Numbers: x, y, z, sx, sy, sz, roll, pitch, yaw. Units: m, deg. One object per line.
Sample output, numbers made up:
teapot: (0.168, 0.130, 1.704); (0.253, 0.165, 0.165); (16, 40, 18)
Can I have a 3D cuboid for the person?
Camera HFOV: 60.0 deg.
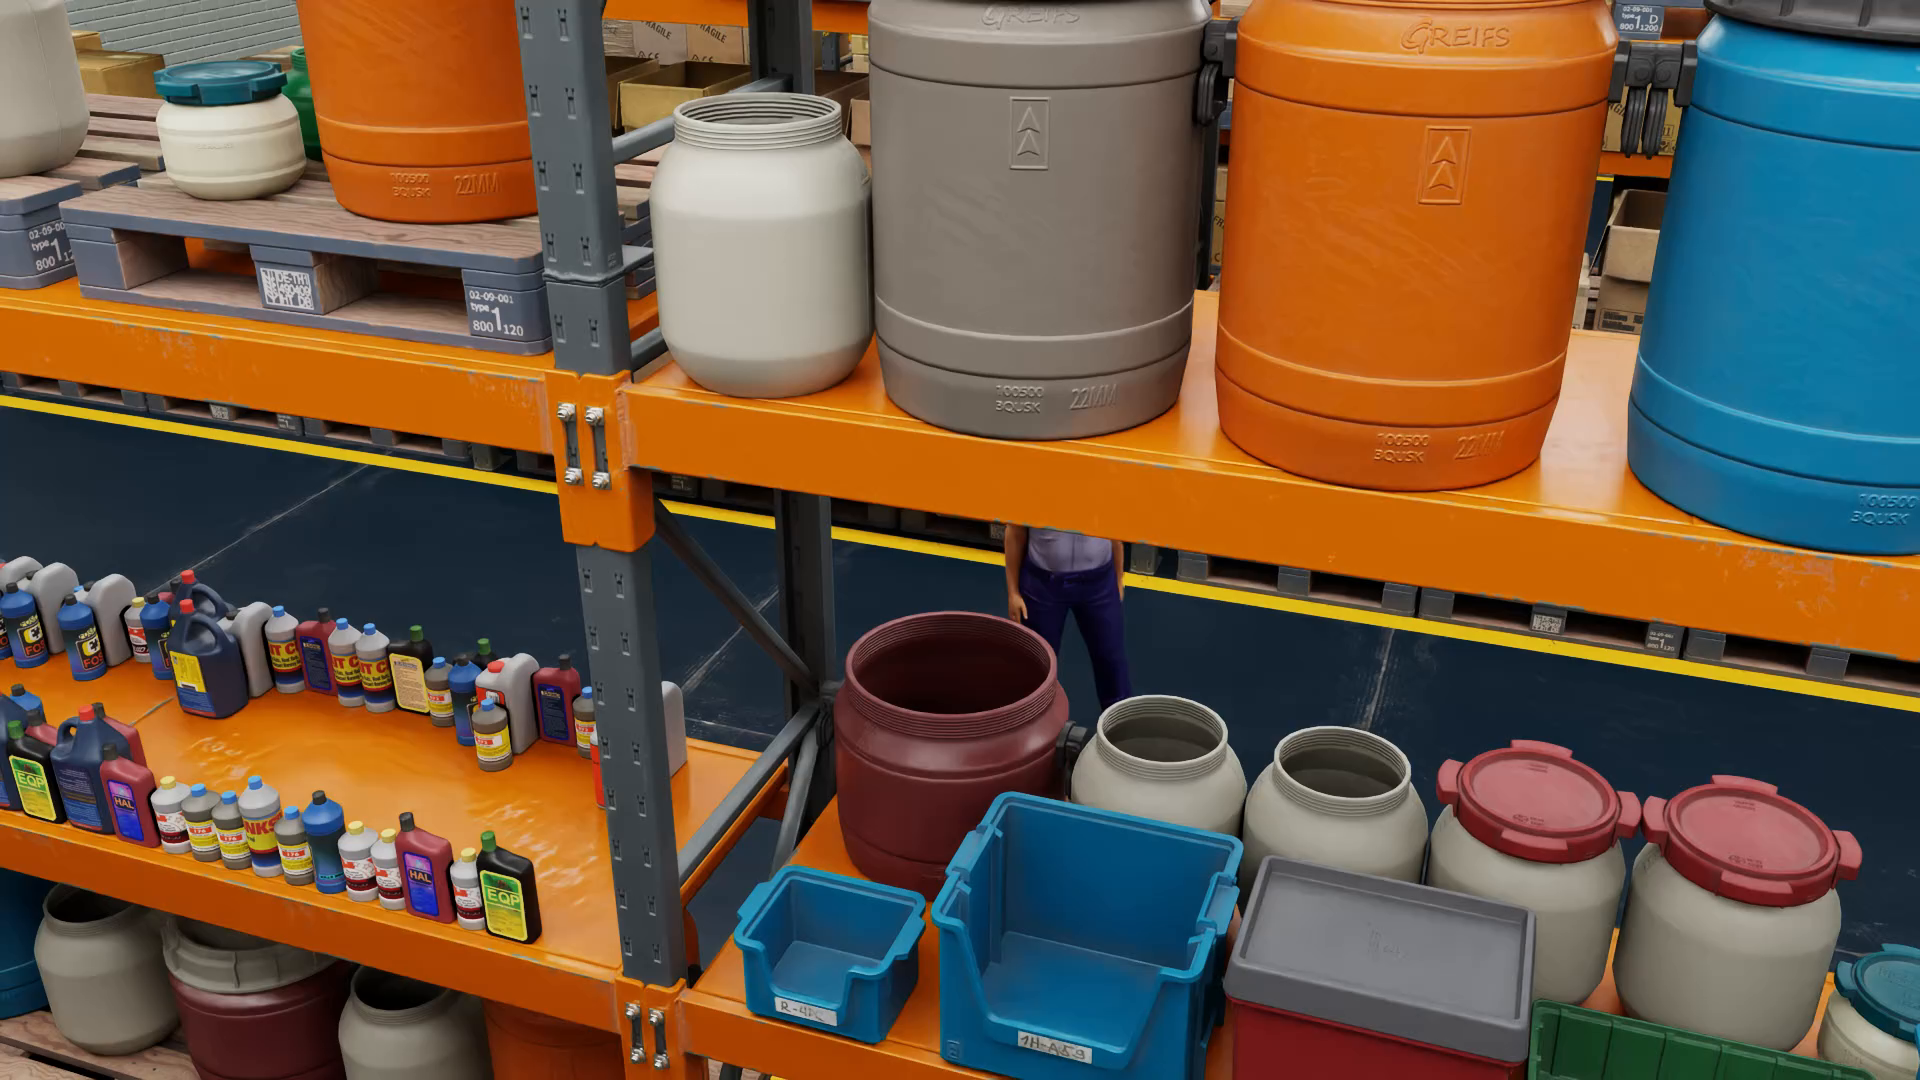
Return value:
person: (0.470, 0.317, 6.671); (0.553, 1.455, 0.457); (-4, 26, -7)
